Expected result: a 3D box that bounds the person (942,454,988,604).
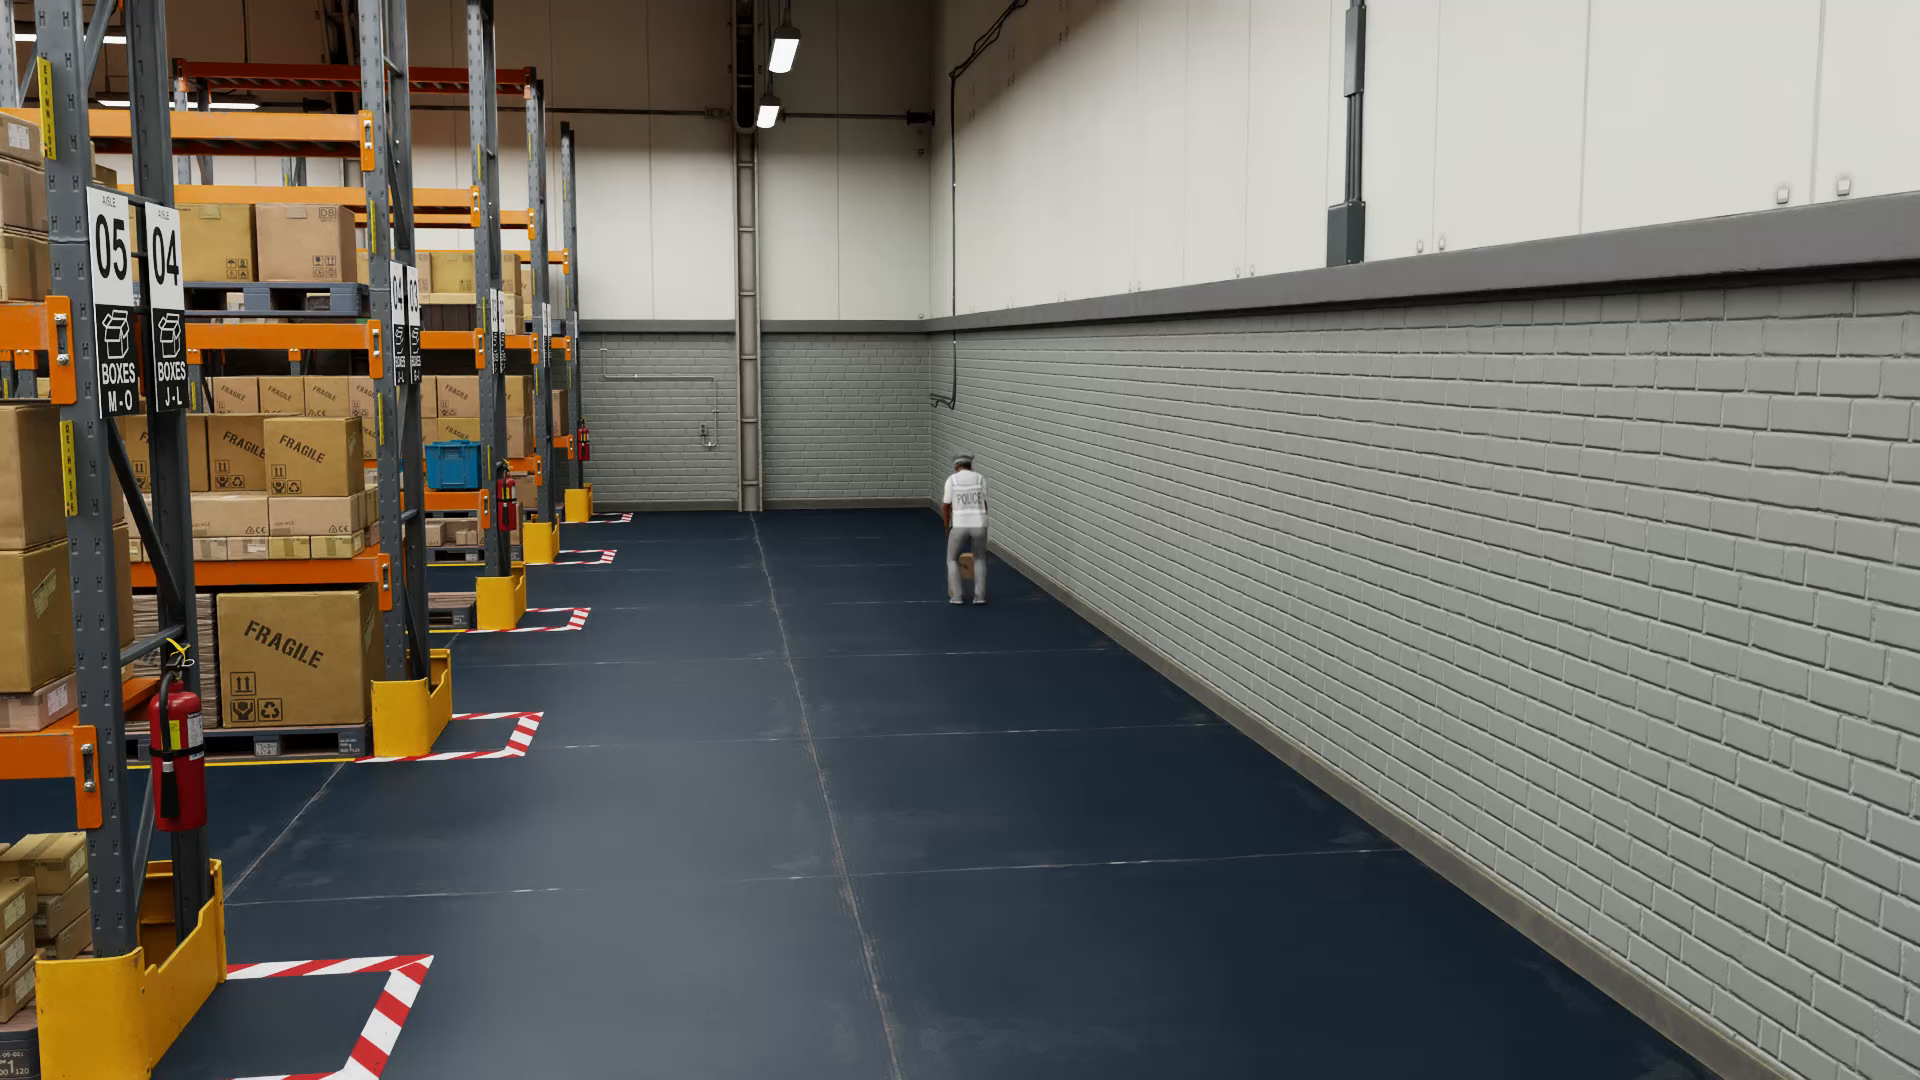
[{"bbox_3d":[0.051,-0.110,17.287,0.476,1.563,0.541,-1,7,-7],"label":"person"}]
